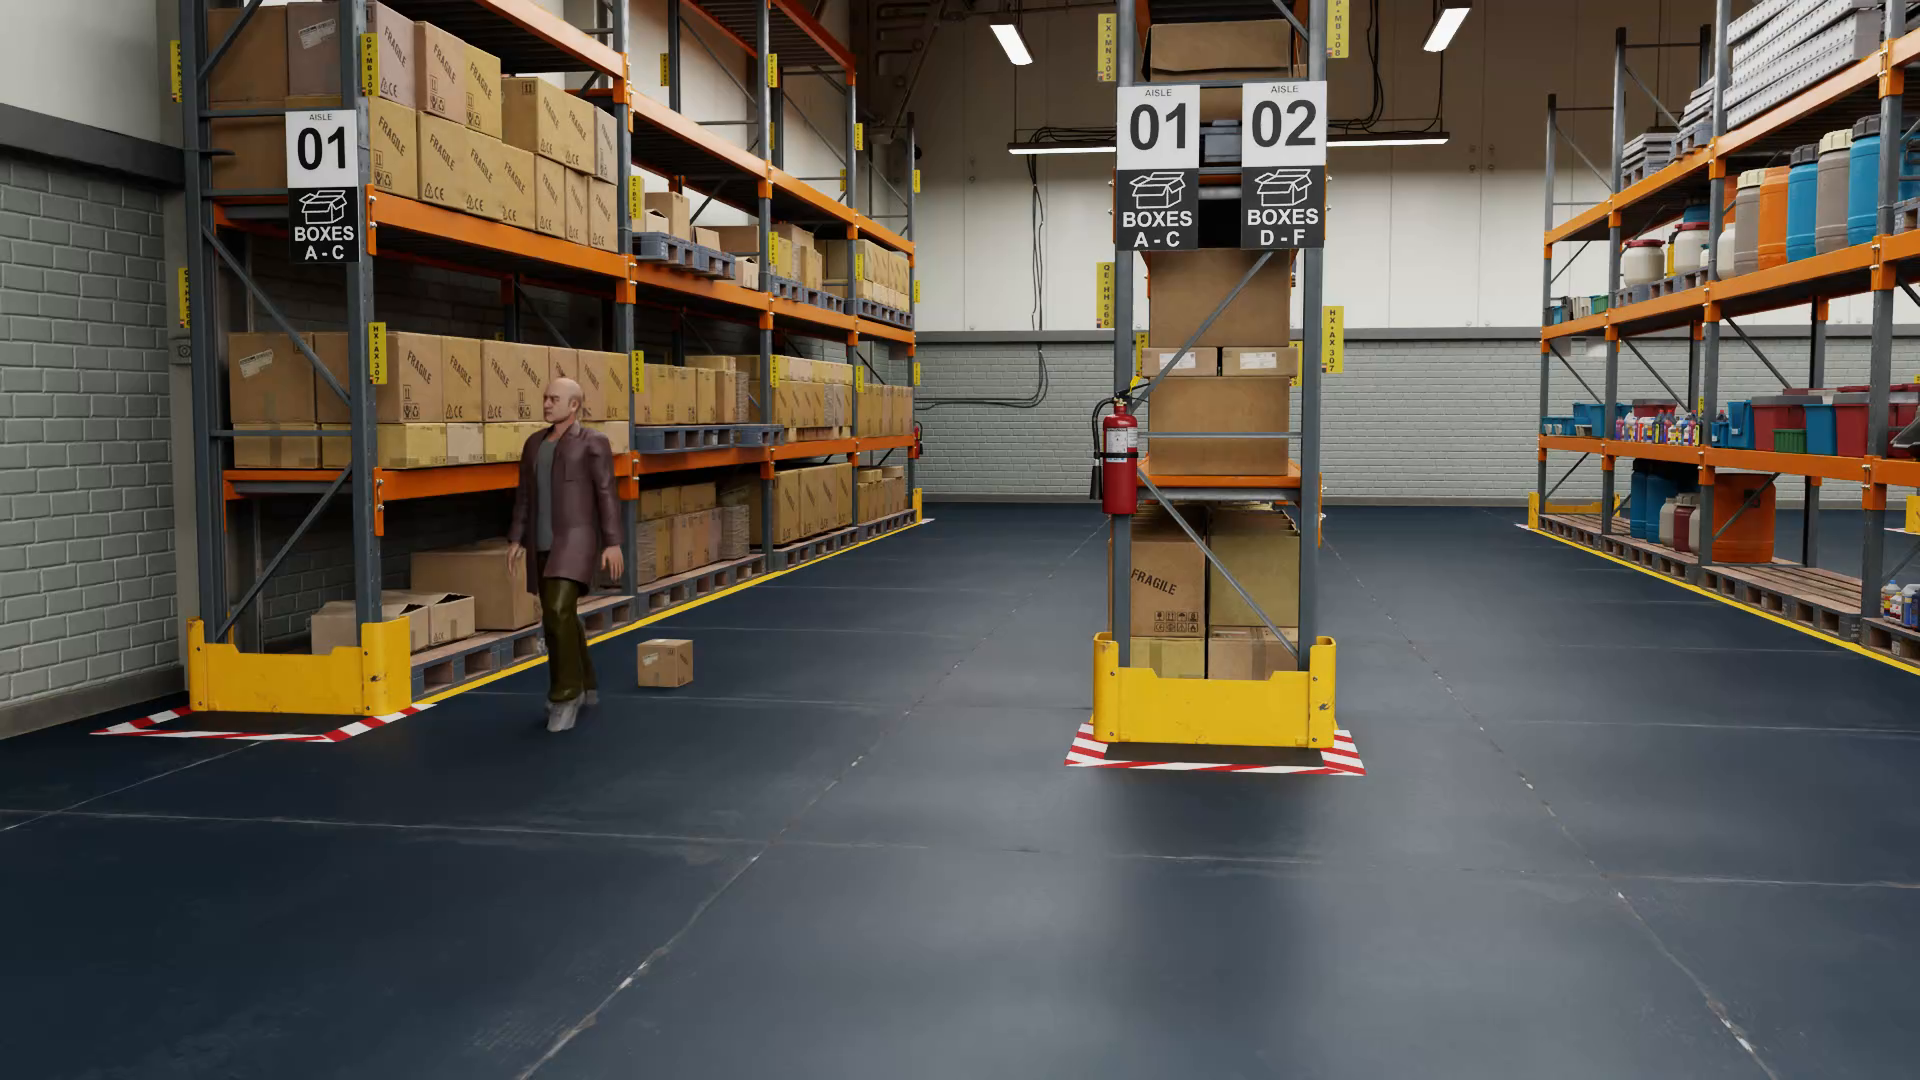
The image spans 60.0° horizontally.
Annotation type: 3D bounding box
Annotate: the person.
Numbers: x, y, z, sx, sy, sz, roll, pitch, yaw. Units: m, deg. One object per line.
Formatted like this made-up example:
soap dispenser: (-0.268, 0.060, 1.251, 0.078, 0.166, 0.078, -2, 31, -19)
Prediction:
person: (-2.076, 0.074, 8.724, 0.631, 1.842, 0.579, 2, 5, 29)
